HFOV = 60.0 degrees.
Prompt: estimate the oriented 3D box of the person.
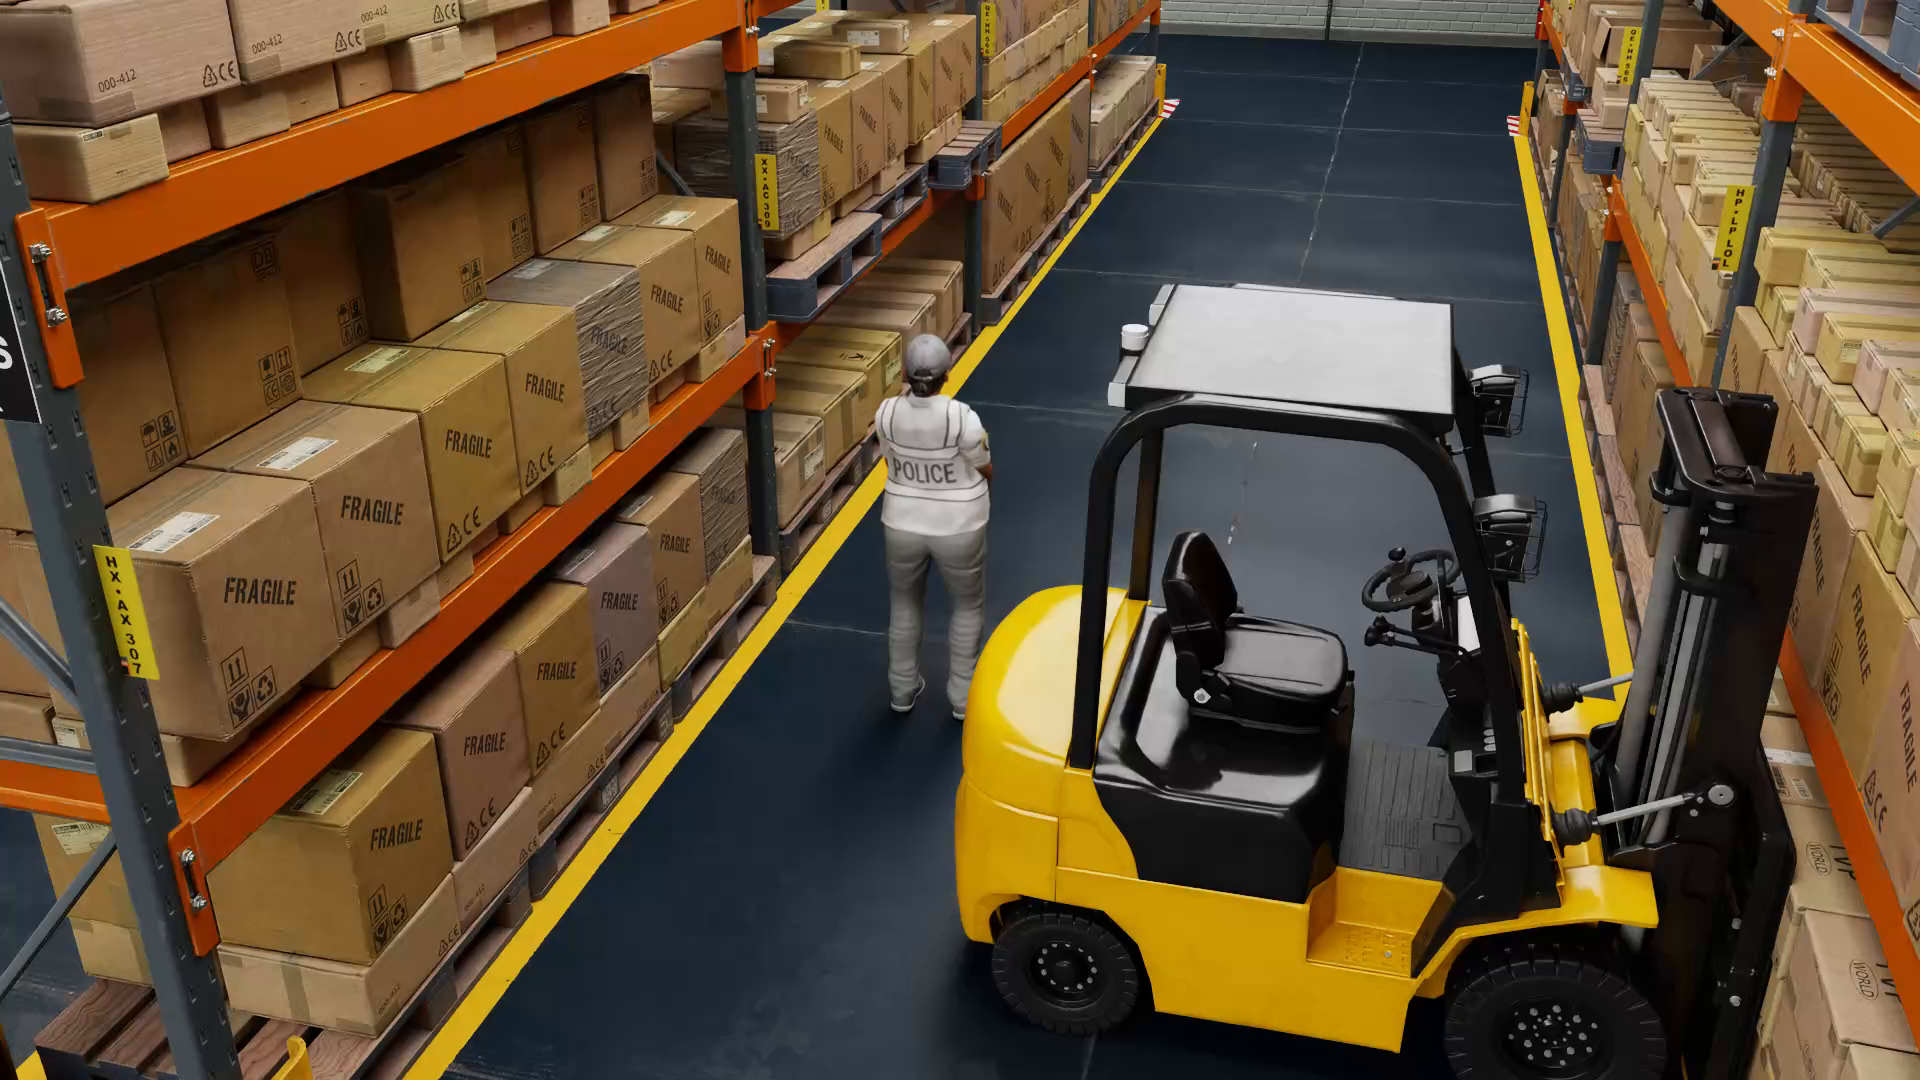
[{"bbox_3d":[-0.085,-0.077,6.782,0.455,1.657,0.542,6,26,13],"label":"person"}]
